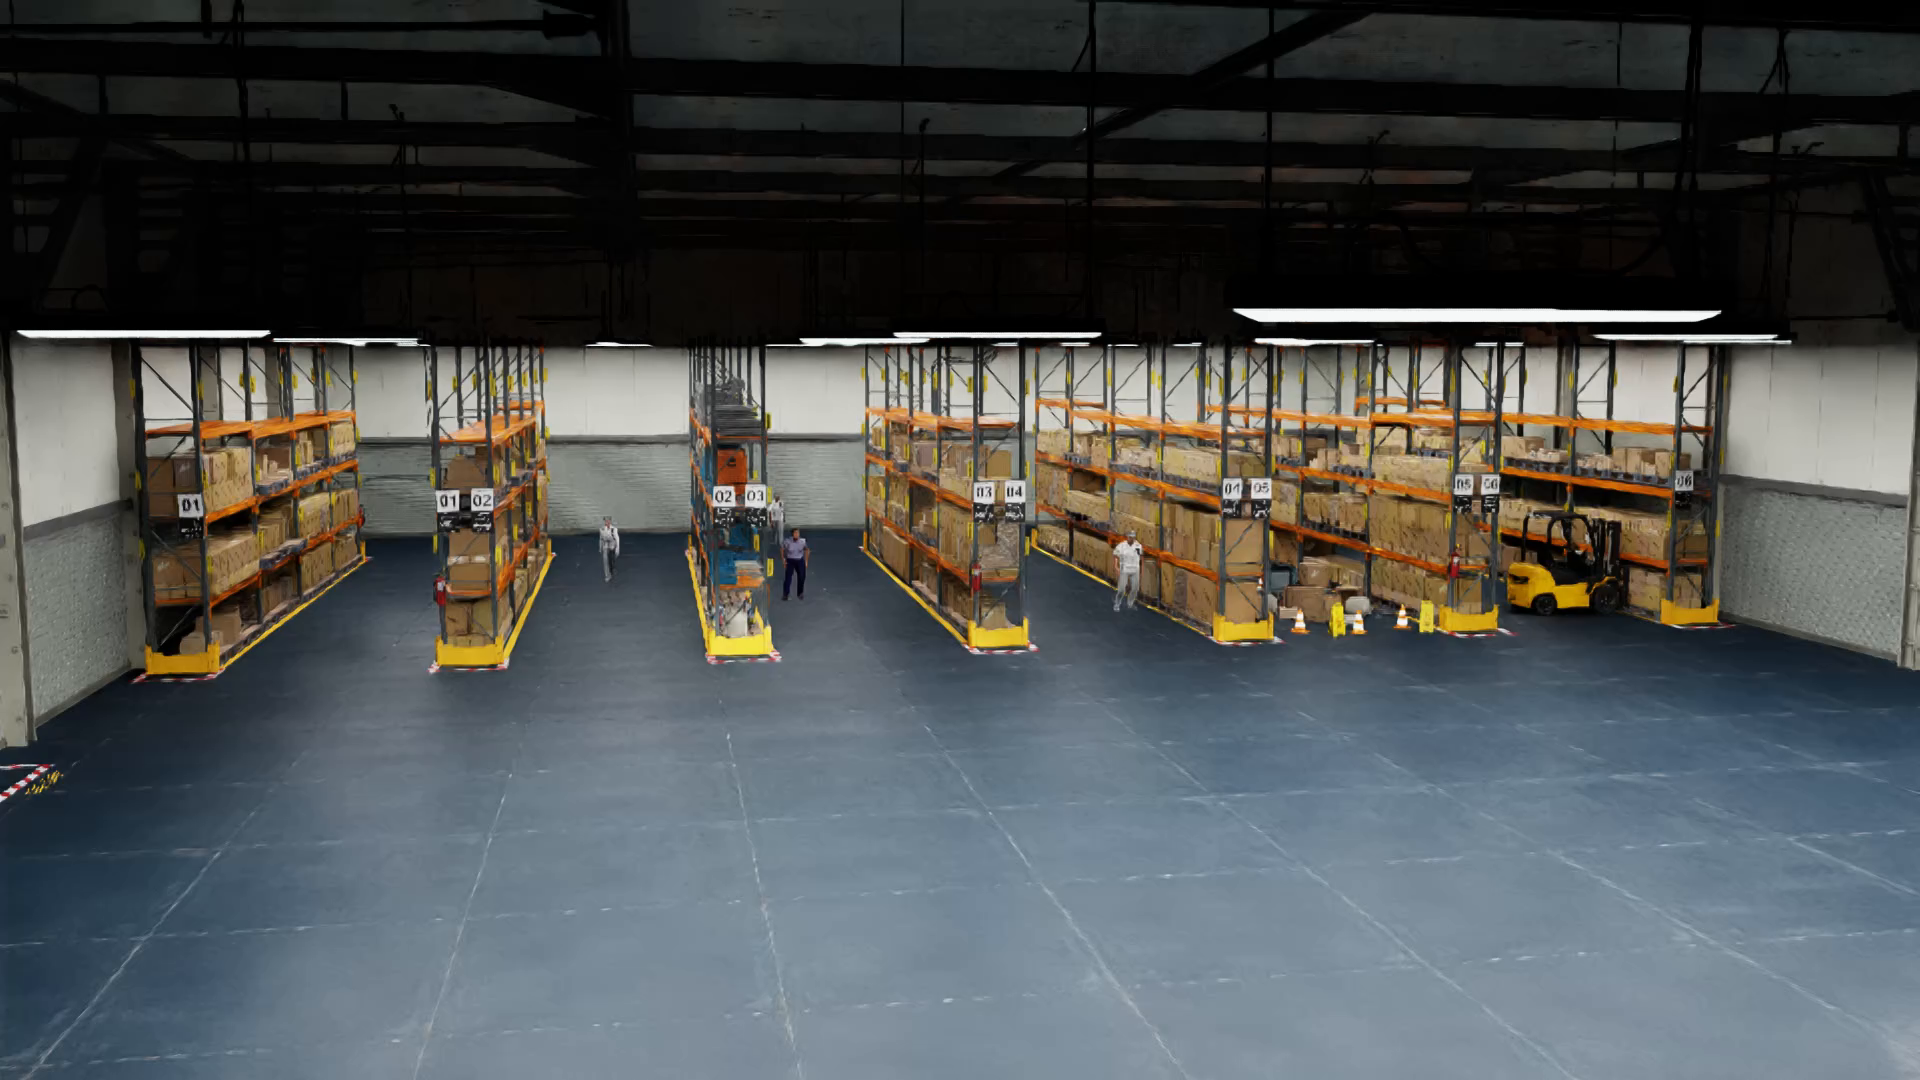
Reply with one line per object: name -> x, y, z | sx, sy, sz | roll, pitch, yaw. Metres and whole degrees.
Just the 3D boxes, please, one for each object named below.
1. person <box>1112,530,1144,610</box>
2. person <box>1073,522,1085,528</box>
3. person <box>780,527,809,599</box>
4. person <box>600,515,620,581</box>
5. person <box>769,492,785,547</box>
person -> 3.519, 0.616, 34.763 | 0.682, 1.715, 0.542 | -1, 7, -13
person -> 3.686, -1.211, 53.157 | 0.579, 1.712, 0.588 | 3, 7, 26
person -> -3.609, 0.504, 36.292 | 0.625, 1.595, 0.510 | -2, 7, -13
person -> -8.682, 0.188, 41.240 | 0.497, 1.622, 0.988 | -1, 7, -12
person -> -5.315, -0.618, 48.334 | 0.456, 1.589, 1.088 | -1, 7, -8
